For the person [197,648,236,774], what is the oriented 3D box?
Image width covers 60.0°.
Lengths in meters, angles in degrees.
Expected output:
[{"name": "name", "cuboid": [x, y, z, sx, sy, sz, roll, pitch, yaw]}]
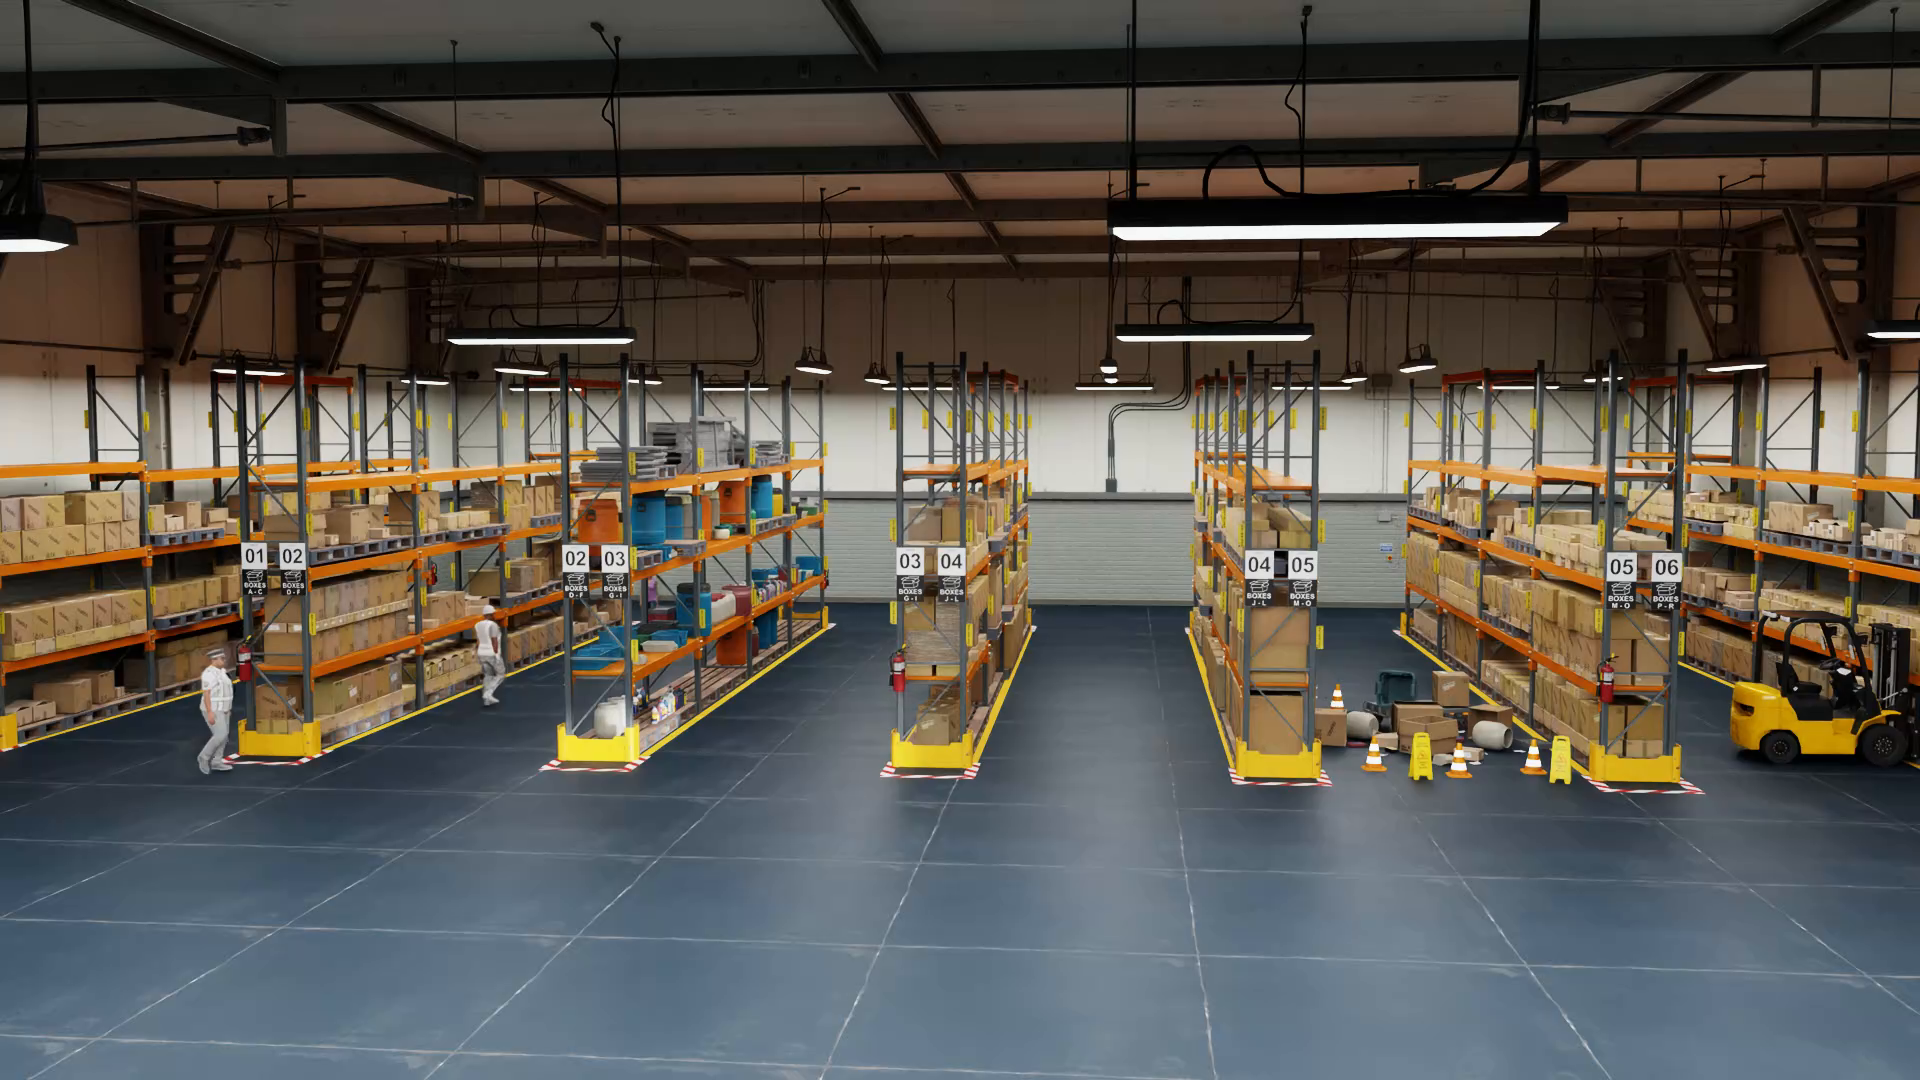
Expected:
[{"name": "person", "cuboid": [-10.617, 2.422, 23.711, 0.472, 1.772, 0.569, 0, 4, 1]}]

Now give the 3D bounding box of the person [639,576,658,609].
[{"name": "person", "cuboid": [-7.289, 1.431, 39.049, 0.409, 1.551, 0.899, 0, 4, 5]}]

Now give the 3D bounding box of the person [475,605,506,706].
[{"name": "person", "cuboid": [-8.316, 2.033, 29.238, 0.595, 1.768, 0.542, 2, 4, 25]}]

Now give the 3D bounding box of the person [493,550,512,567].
[{"name": "person", "cuboid": [-11.965, 1.054, 43.696, 0.548, 1.680, 0.948, 0, 4, 2]}]

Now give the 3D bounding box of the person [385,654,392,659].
[{"name": "person", "cuboid": [-11.334, 1.889, 32.857, 0.551, 1.561, 0.748, 1, 4, 15]}]
